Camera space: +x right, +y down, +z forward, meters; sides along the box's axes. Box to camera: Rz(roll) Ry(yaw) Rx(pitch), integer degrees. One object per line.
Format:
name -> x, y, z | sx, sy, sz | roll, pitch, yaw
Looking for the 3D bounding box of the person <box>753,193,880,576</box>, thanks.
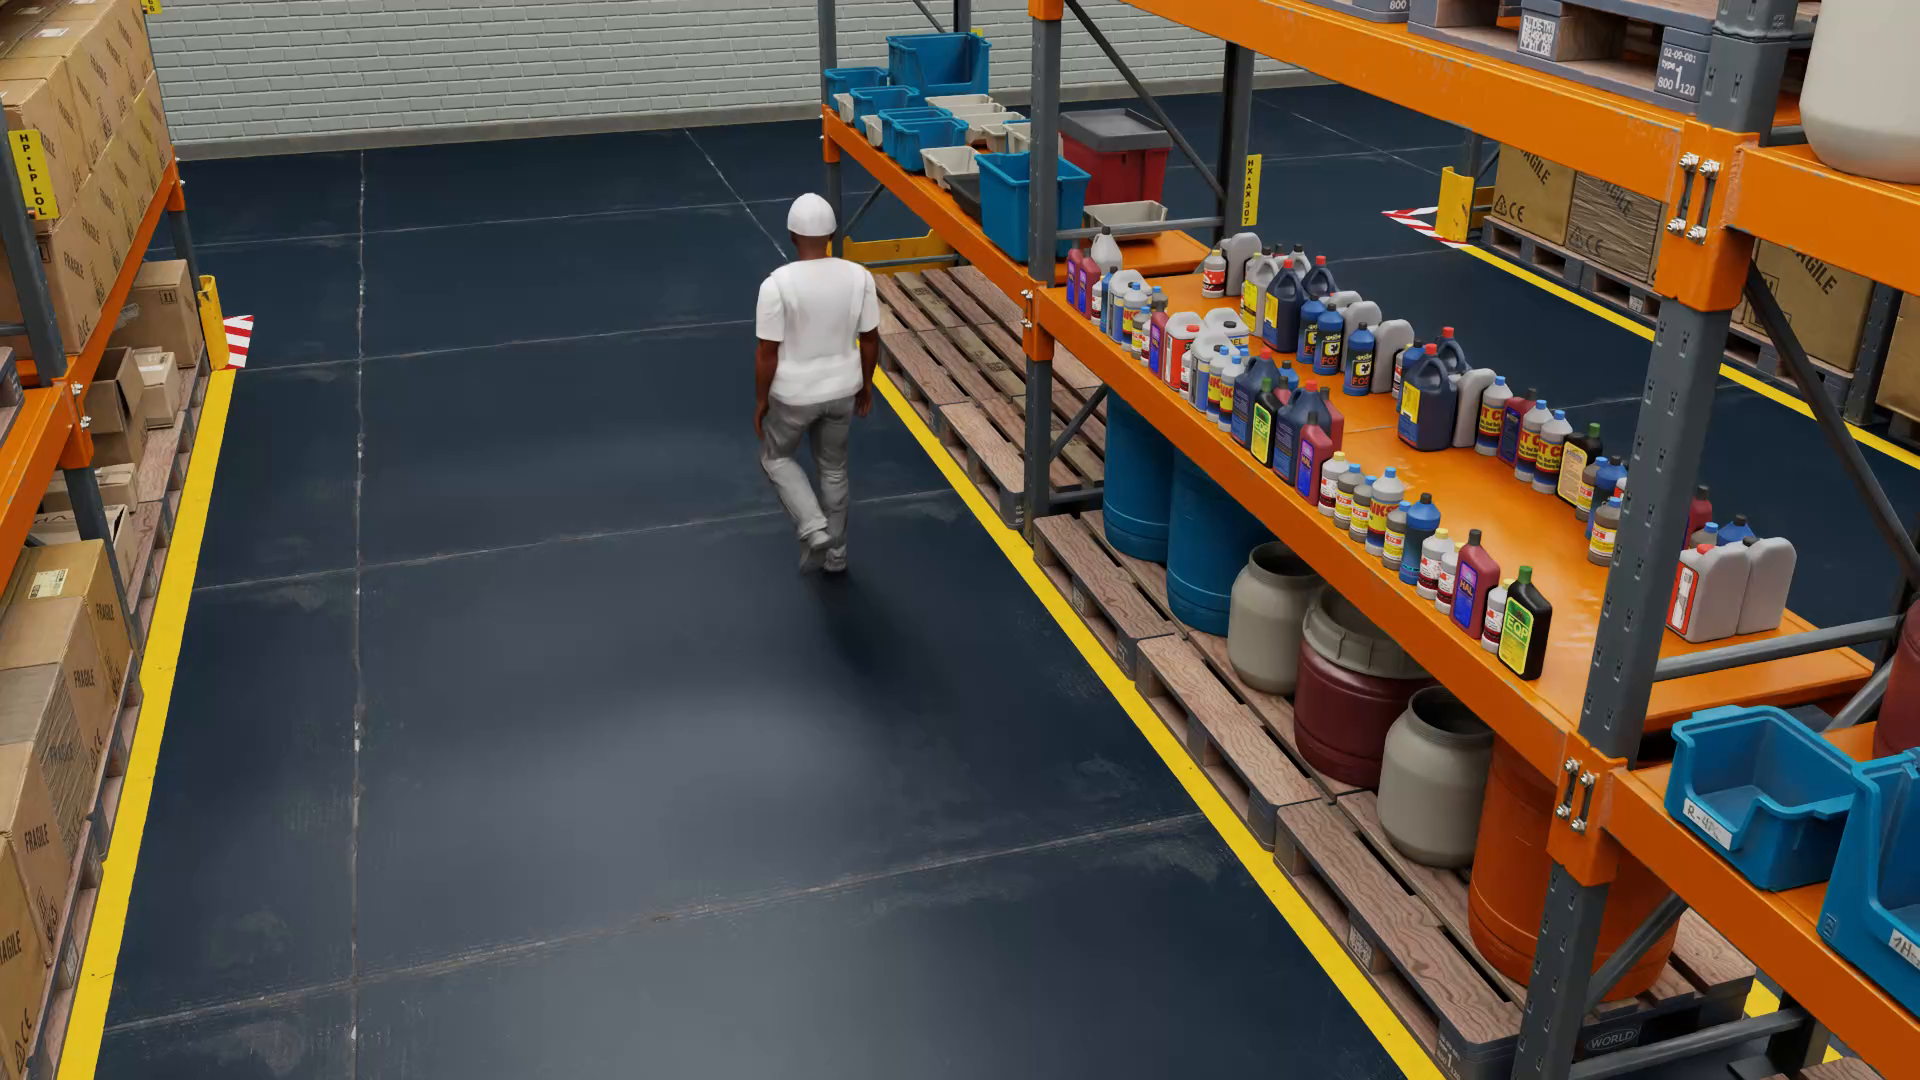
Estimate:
person -> -0.639, -0.658, 7.358 | 0.598, 1.757, 0.499 | -11, 28, -21
